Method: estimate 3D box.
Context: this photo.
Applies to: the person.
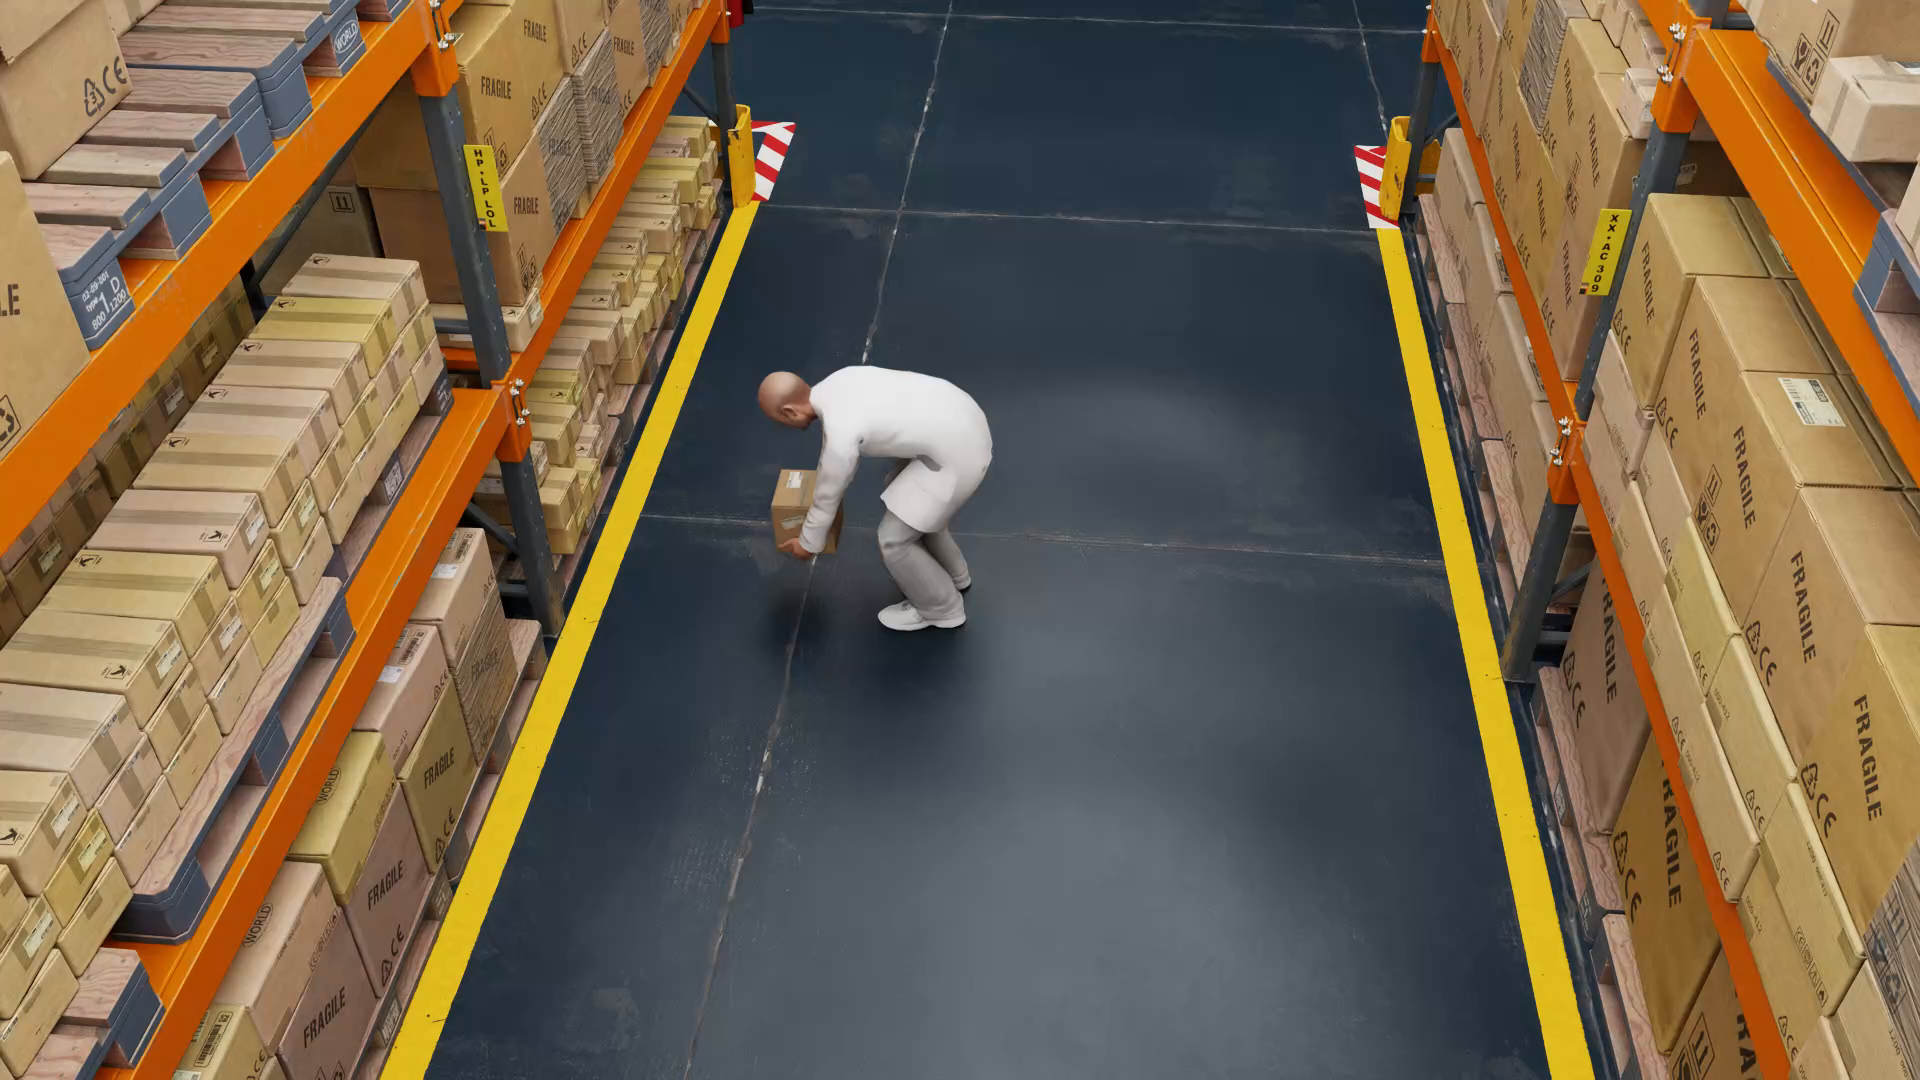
[{"bbox_3d":[-0.334,-0.193,6.870,0.932,1.182,0.581,2,40,2],"label":"person"}]
